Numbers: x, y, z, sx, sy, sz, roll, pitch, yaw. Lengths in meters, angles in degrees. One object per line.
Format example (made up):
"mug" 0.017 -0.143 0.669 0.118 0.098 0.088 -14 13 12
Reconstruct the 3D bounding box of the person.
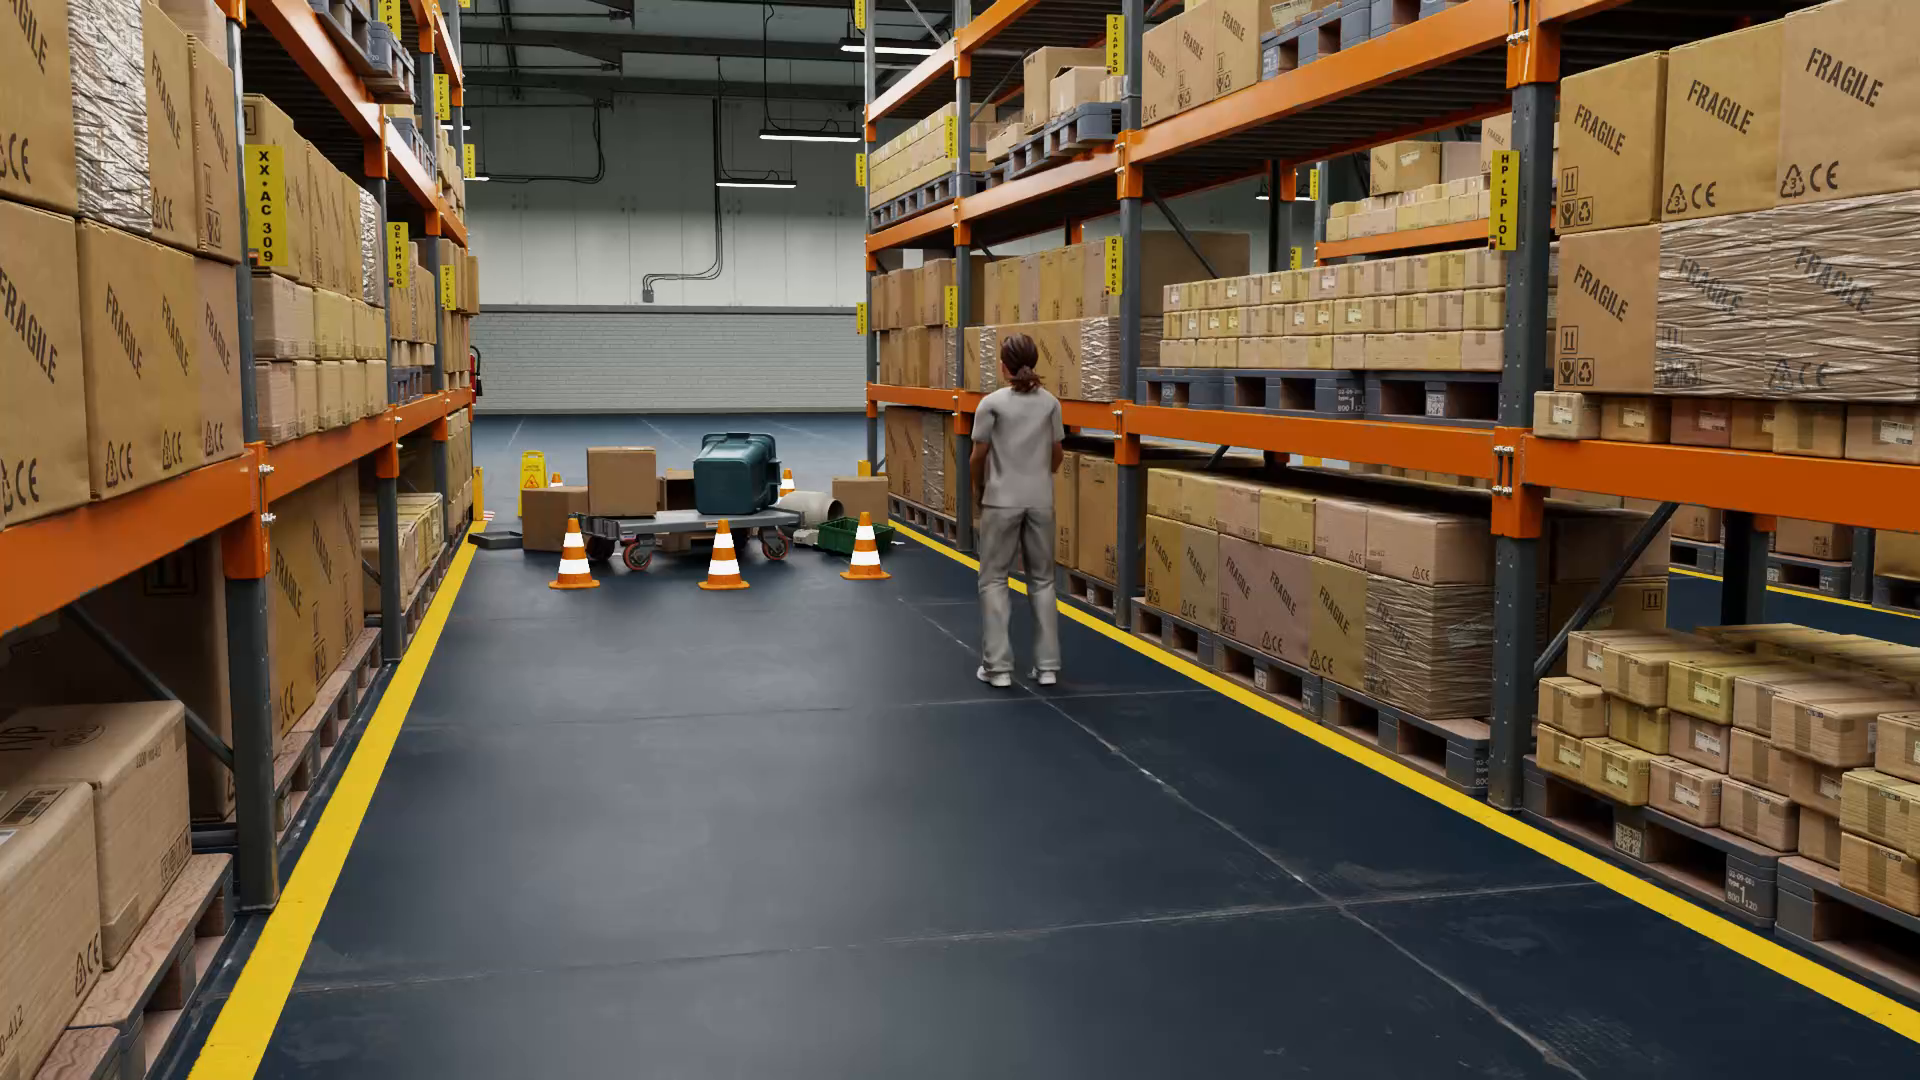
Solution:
"person" 0.264 -0.147 7.988 0.464 1.675 0.475 -2 6 -14
